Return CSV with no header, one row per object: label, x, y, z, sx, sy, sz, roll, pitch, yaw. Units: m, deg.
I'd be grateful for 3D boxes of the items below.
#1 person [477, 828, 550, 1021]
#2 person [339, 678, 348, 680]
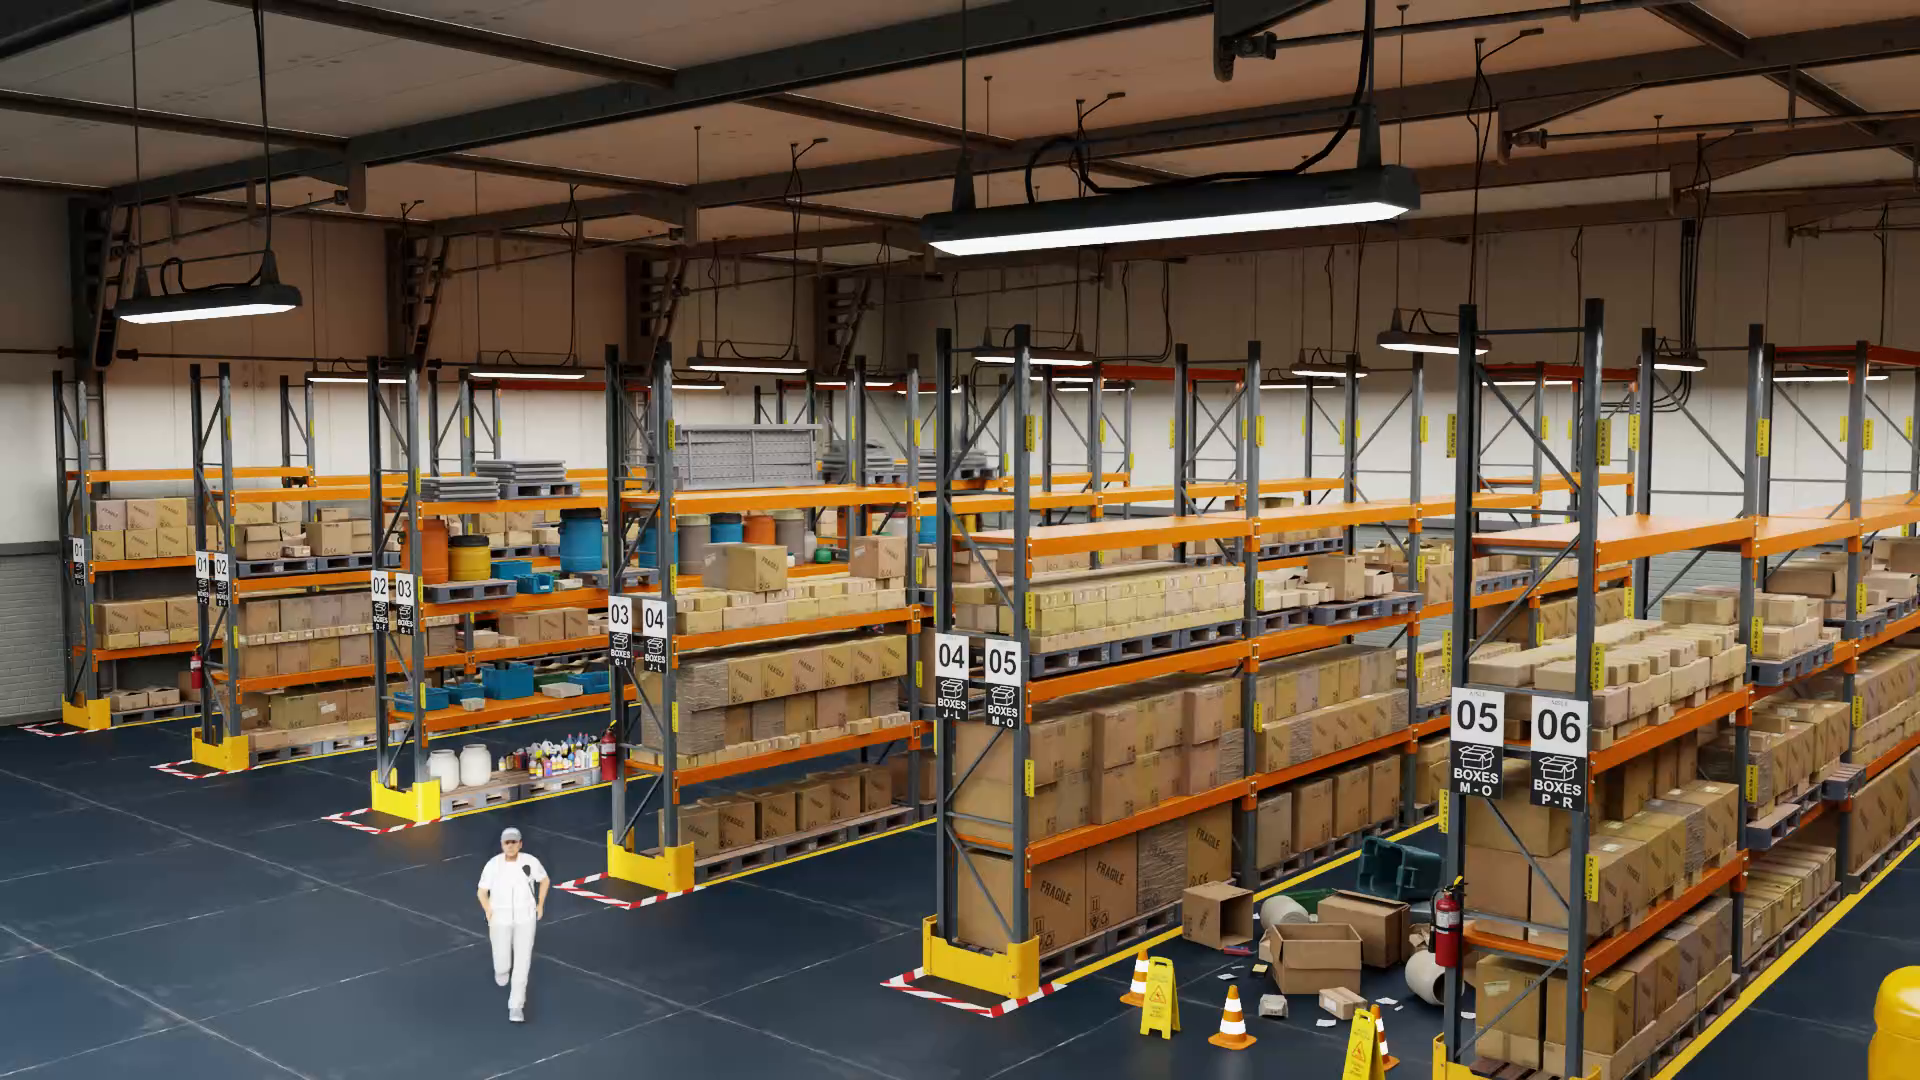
person,-3.886,3.313,14.515,0.621,1.619,0.769,-1,4,-16
person,-10.535,2.266,28.420,0.640,1.781,0.727,3,5,35
